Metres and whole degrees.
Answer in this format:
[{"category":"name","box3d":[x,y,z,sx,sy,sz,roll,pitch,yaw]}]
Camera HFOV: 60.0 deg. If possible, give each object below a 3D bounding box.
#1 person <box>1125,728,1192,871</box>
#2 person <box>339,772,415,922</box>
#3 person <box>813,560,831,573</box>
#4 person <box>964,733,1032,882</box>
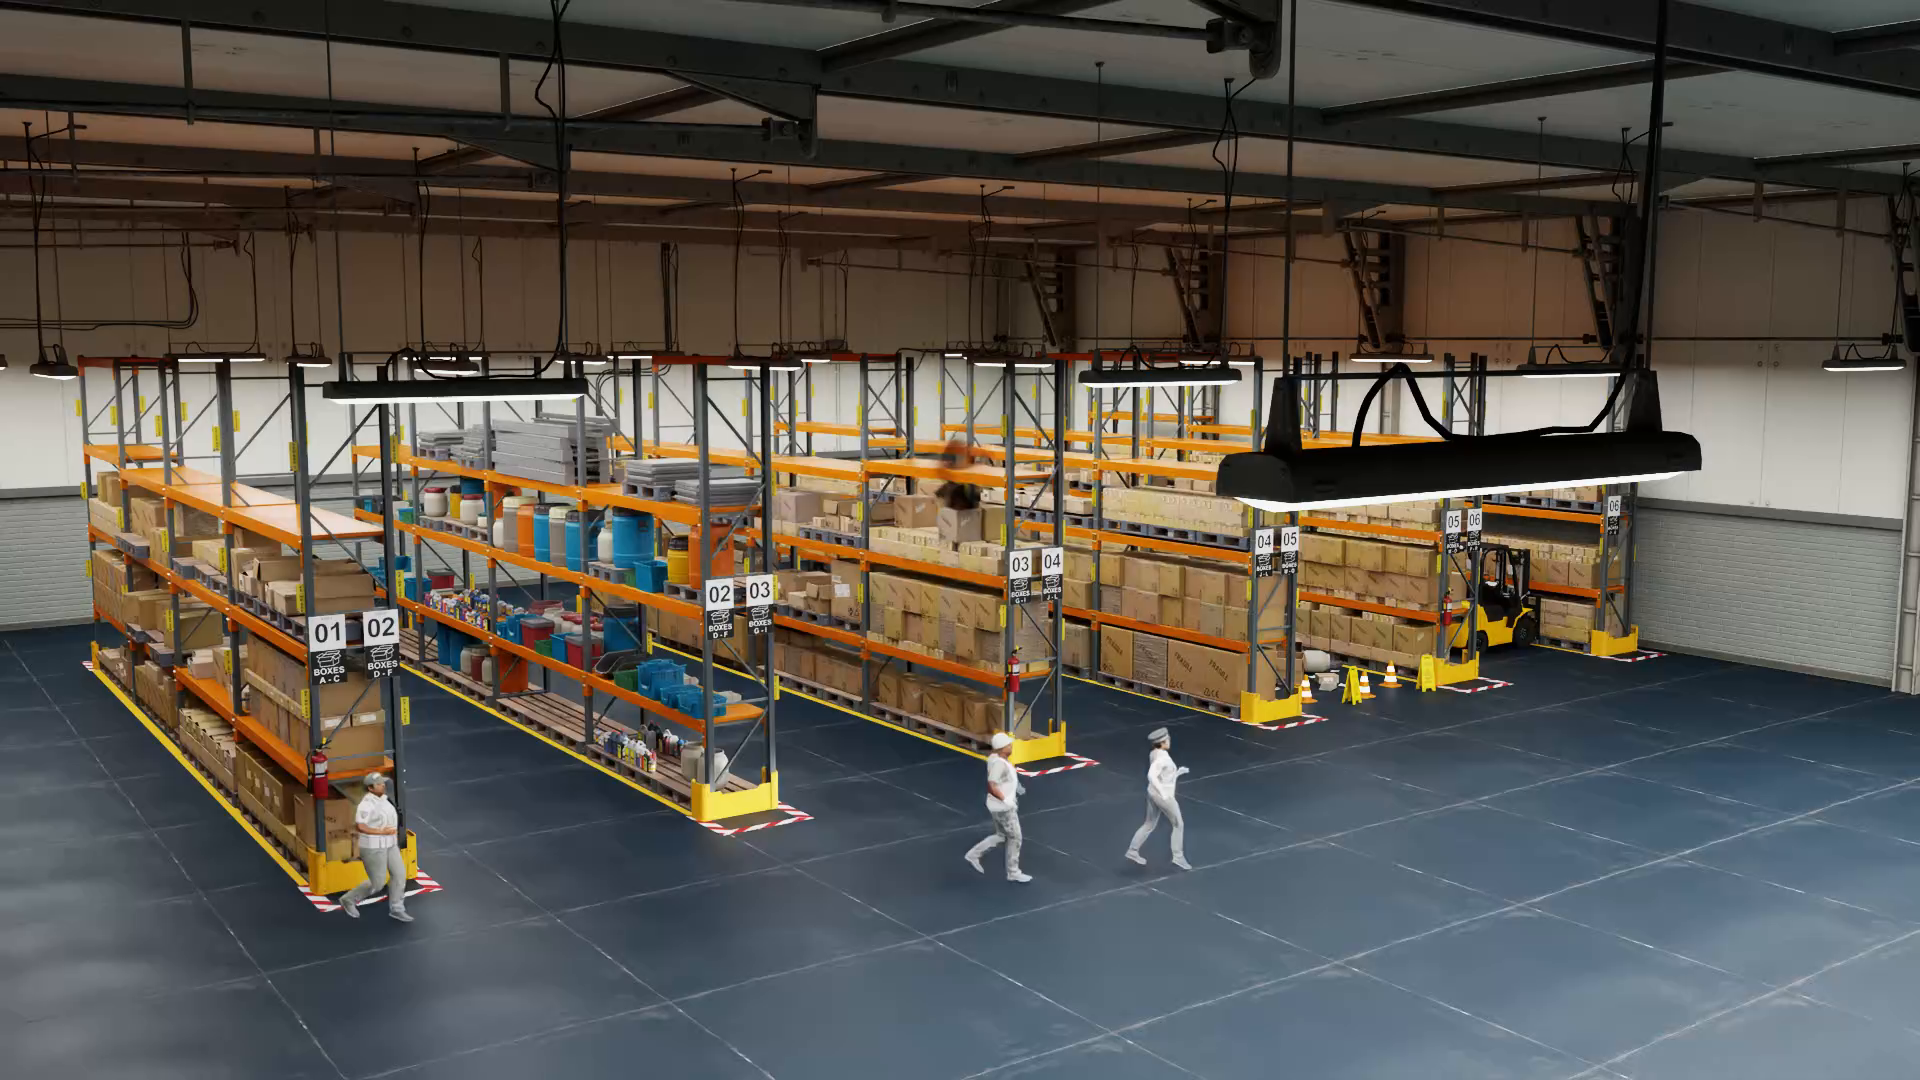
[{"category":"person","box3d":[2.382,3.091,19.786,0.791,1.741,0.587,-2,7,-15]},{"category":"person","box3d":[-6.347,3.349,18.040,0.762,1.692,0.608,1,7,7]},{"category":"person","box3d":[-3.553,0.412,41.886,0.929,1.680,0.716,3,8,23]},{"category":"person","box3d":[0.453,3.114,19.352,0.797,1.772,0.687,-1,7,-6]}]
